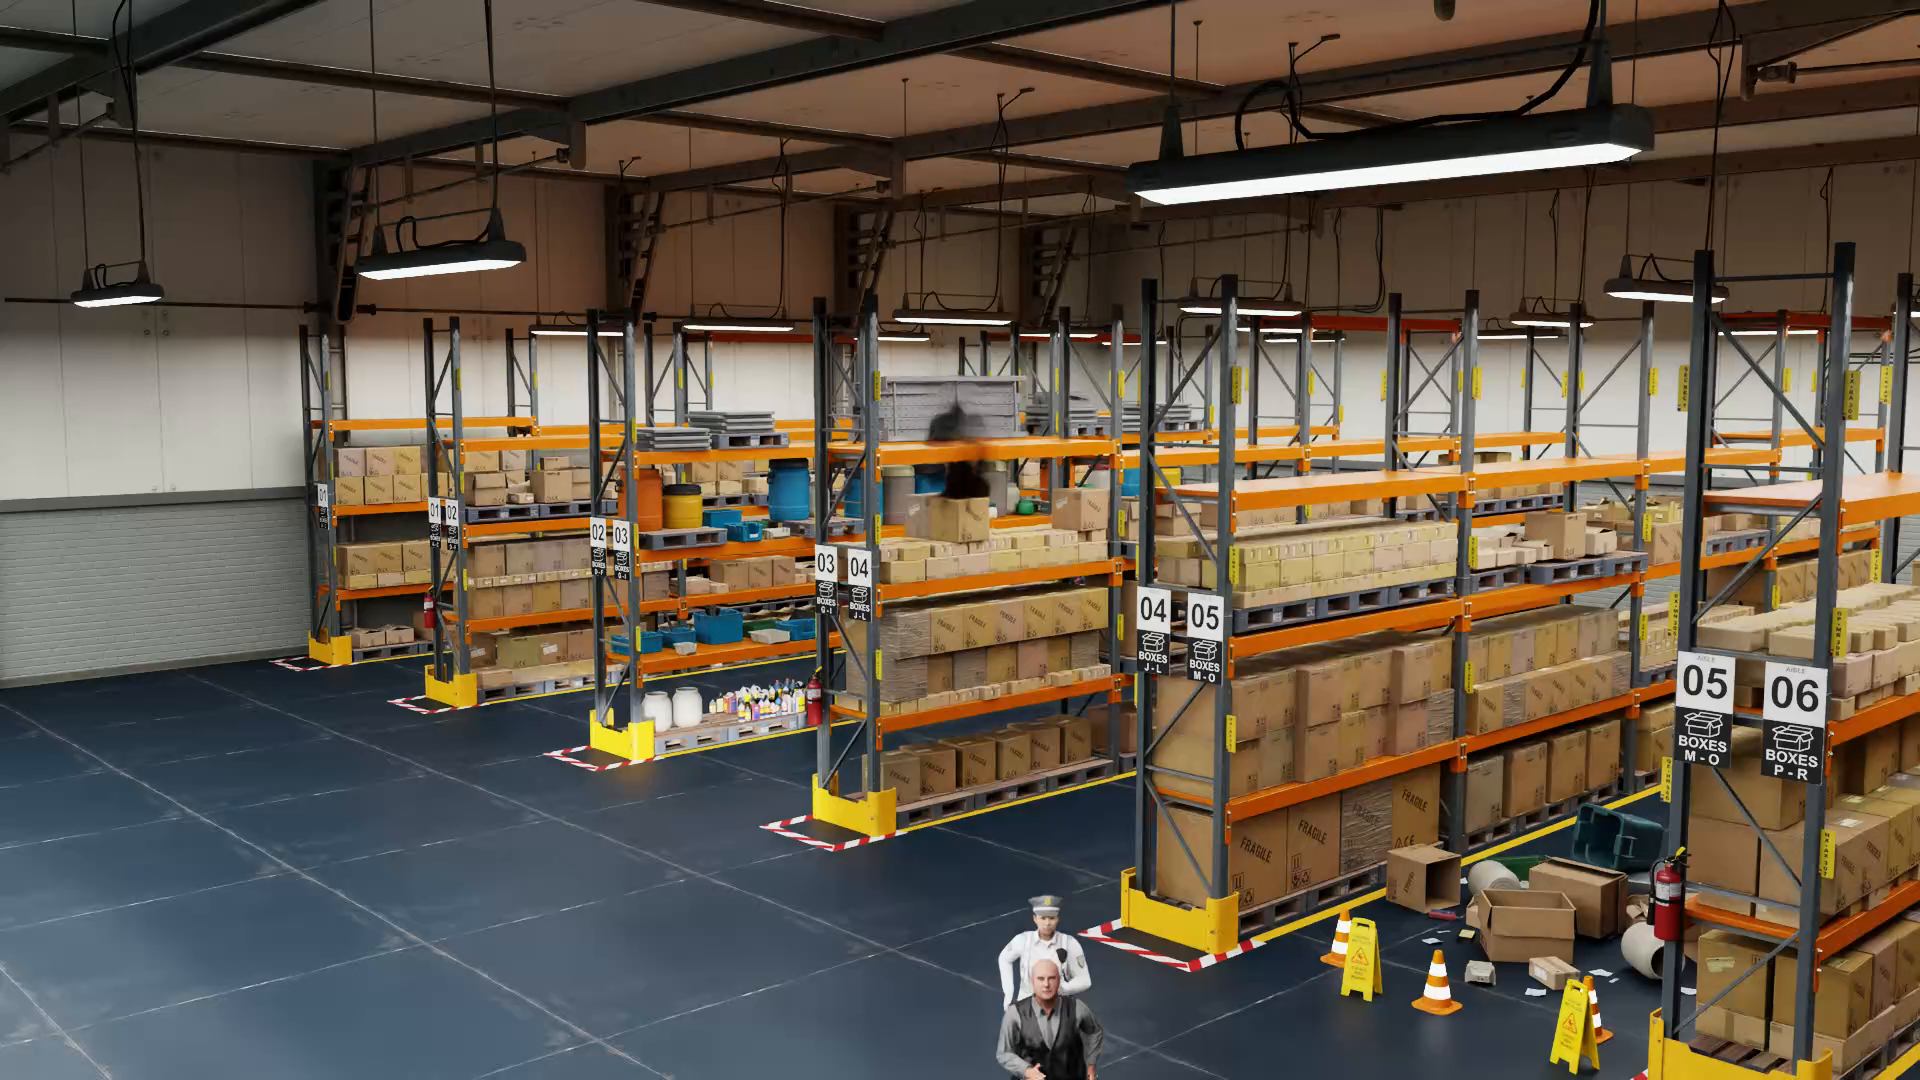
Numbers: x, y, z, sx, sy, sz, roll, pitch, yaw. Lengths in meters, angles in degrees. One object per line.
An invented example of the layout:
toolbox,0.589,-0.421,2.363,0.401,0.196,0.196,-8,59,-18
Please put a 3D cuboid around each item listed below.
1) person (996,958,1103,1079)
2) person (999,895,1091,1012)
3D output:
person,0.527,3.328,9.798,0.629,1.723,0.692,0,6,4
person,0.561,3.191,11.096,0.578,1.726,0.856,0,6,-2
